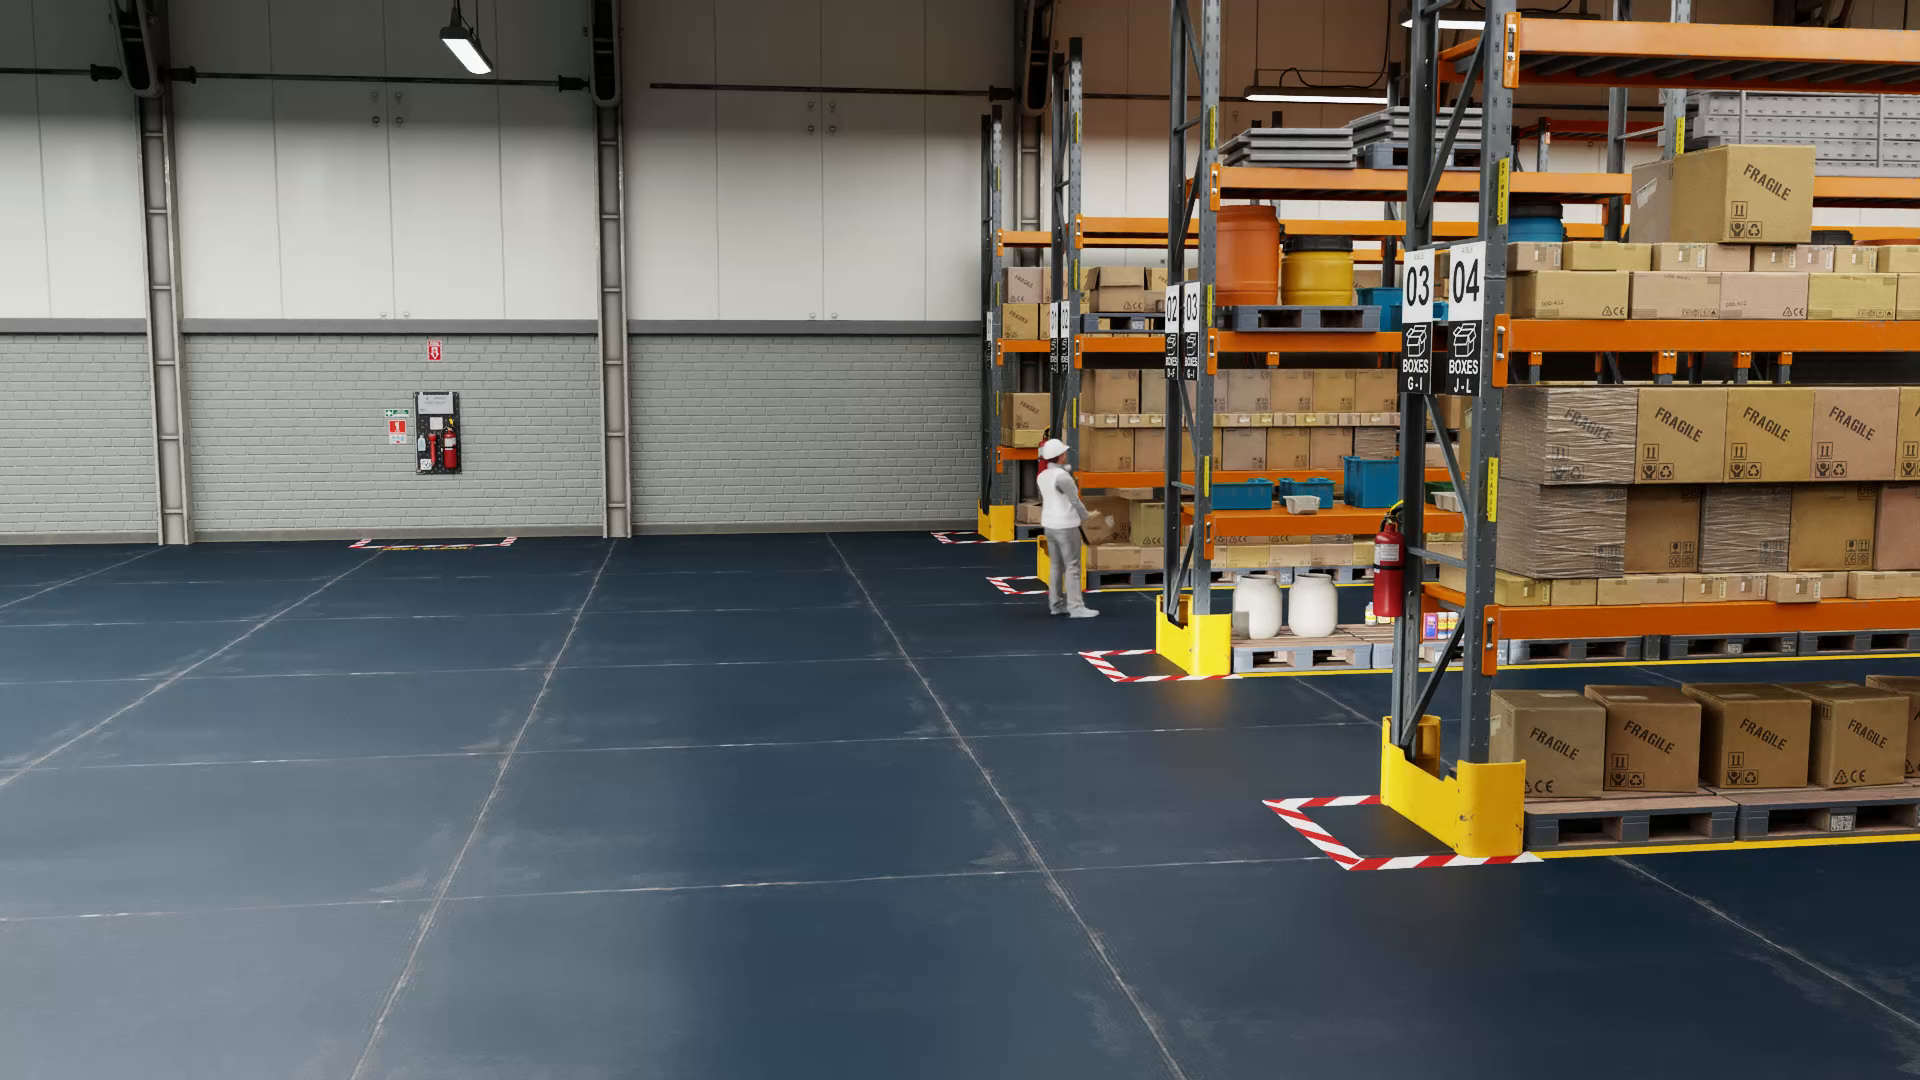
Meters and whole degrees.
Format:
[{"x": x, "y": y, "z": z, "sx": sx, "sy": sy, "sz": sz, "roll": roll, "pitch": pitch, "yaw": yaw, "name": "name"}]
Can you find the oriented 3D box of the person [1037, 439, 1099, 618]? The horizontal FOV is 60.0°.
[{"x": 1.070, "y": -0.128, "z": 16.688, "sx": 0.509, "sy": 1.776, "sz": 0.576, "roll": -4, "pitch": 7, "yaw": -29, "name": "person"}]
